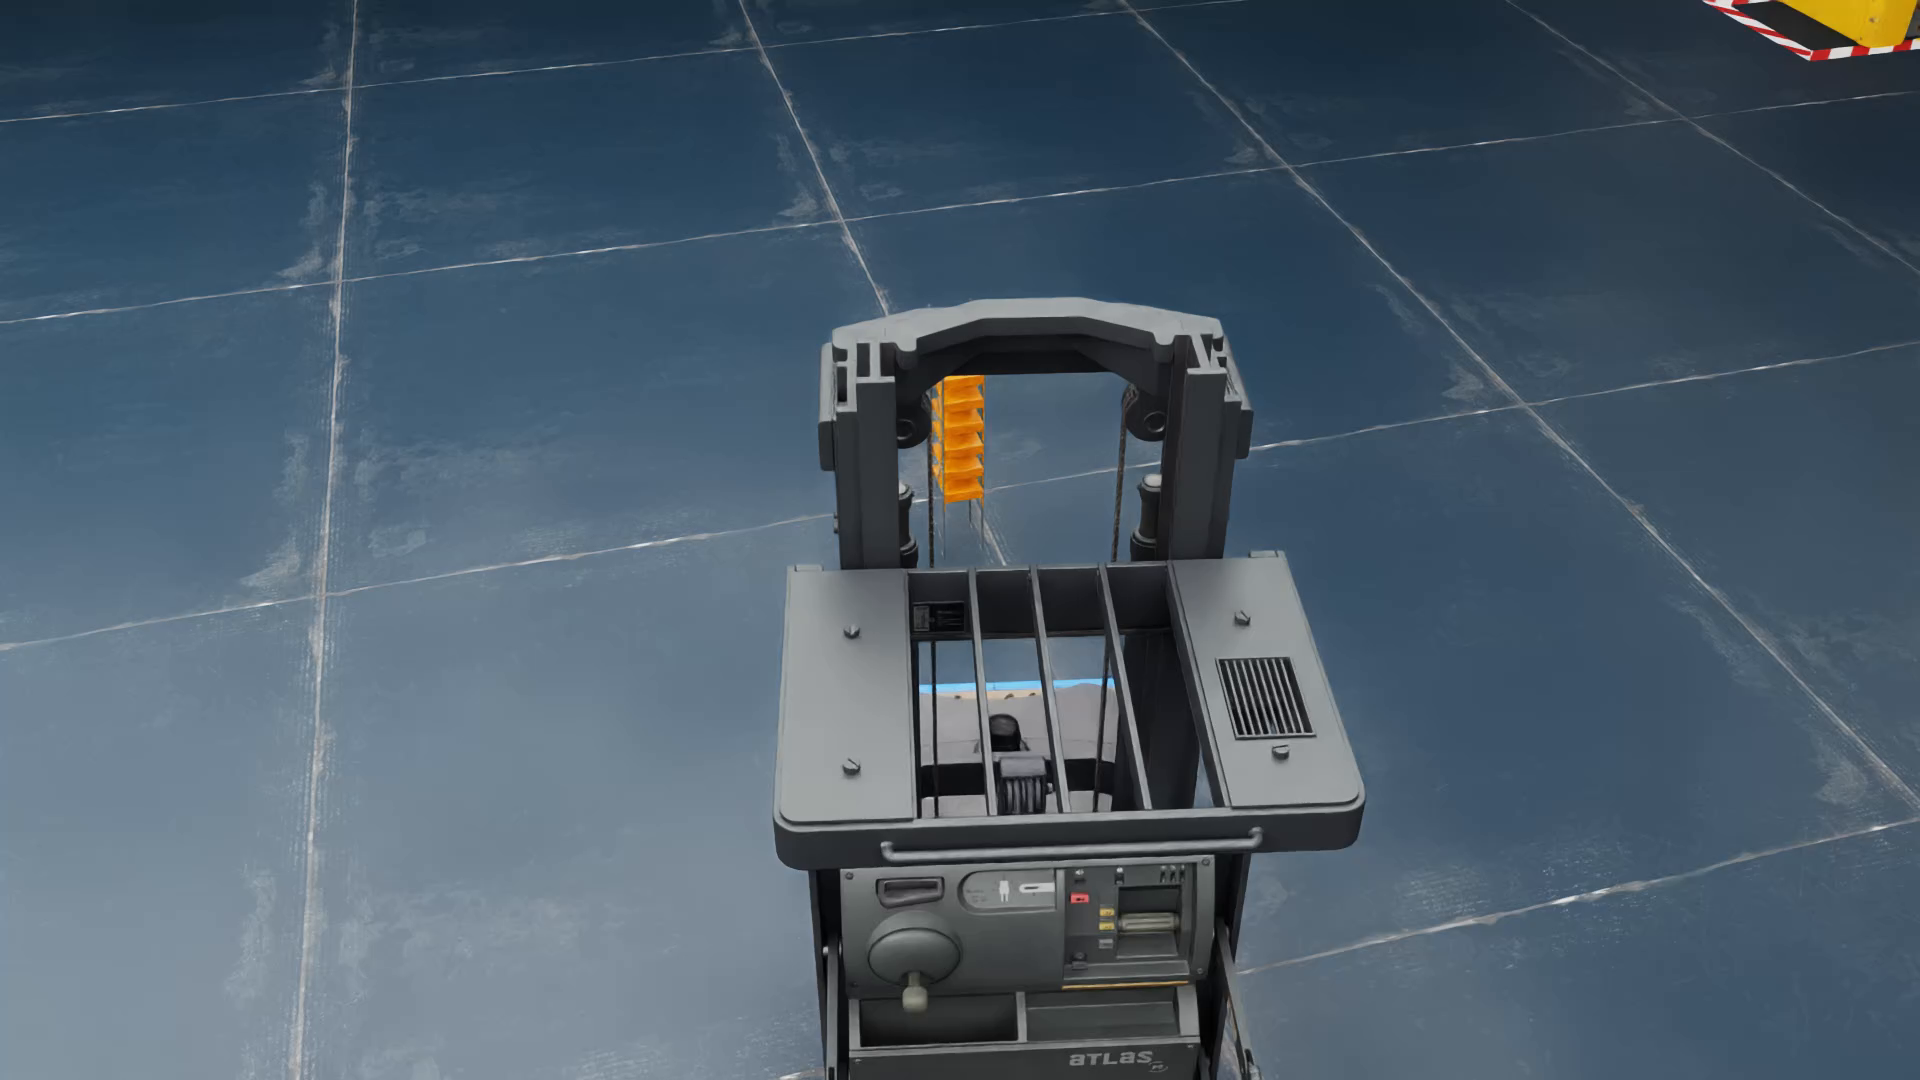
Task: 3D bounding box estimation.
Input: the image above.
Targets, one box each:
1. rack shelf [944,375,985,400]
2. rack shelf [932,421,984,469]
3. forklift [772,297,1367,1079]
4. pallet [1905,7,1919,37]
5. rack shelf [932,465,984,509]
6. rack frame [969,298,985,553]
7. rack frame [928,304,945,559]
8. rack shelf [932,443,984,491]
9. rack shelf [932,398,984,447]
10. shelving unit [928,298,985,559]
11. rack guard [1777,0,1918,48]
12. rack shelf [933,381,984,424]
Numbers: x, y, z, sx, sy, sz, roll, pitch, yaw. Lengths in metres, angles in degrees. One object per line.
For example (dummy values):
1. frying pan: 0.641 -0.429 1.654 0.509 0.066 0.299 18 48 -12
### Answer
1. rack shelf: -0.014 -0.725 7.191 0.180 0.103 0.258 -9 38 -12
2. rack shelf: -0.014 -0.439 7.409 0.180 0.103 0.258 -9 38 -12
3. forklift: 0.183 1.039 3.980 1.130 2.935 3.031 -2 37 -2
4. pallet: 7.659 -4.335 13.243 1.213 0.211 1.003 -9 38 -12
5. rack shelf: -0.014 -0.248 7.555 0.180 0.103 0.258 -9 38 -12
6. rack frame: 0.074 -0.489 7.401 0.006 1.200 0.240 -9 38 -12
7. rack frame: -0.102 -0.460 7.364 0.006 1.200 0.240 -9 38 -12
8. rack shelf: -0.014 -0.344 7.482 0.180 0.103 0.258 -9 38 -12
9. rack shelf: -0.014 -0.534 7.337 0.180 0.103 0.258 -9 38 -12
10. shelving unit: -0.014 -0.474 7.382 0.189 1.200 0.258 -9 38 -12
11. rack guard: 6.909 -4.300 12.960 0.348 0.500 1.175 -9 38 -12
12. rack shelf: -0.014 -0.630 7.264 0.180 0.103 0.258 -9 38 -12
